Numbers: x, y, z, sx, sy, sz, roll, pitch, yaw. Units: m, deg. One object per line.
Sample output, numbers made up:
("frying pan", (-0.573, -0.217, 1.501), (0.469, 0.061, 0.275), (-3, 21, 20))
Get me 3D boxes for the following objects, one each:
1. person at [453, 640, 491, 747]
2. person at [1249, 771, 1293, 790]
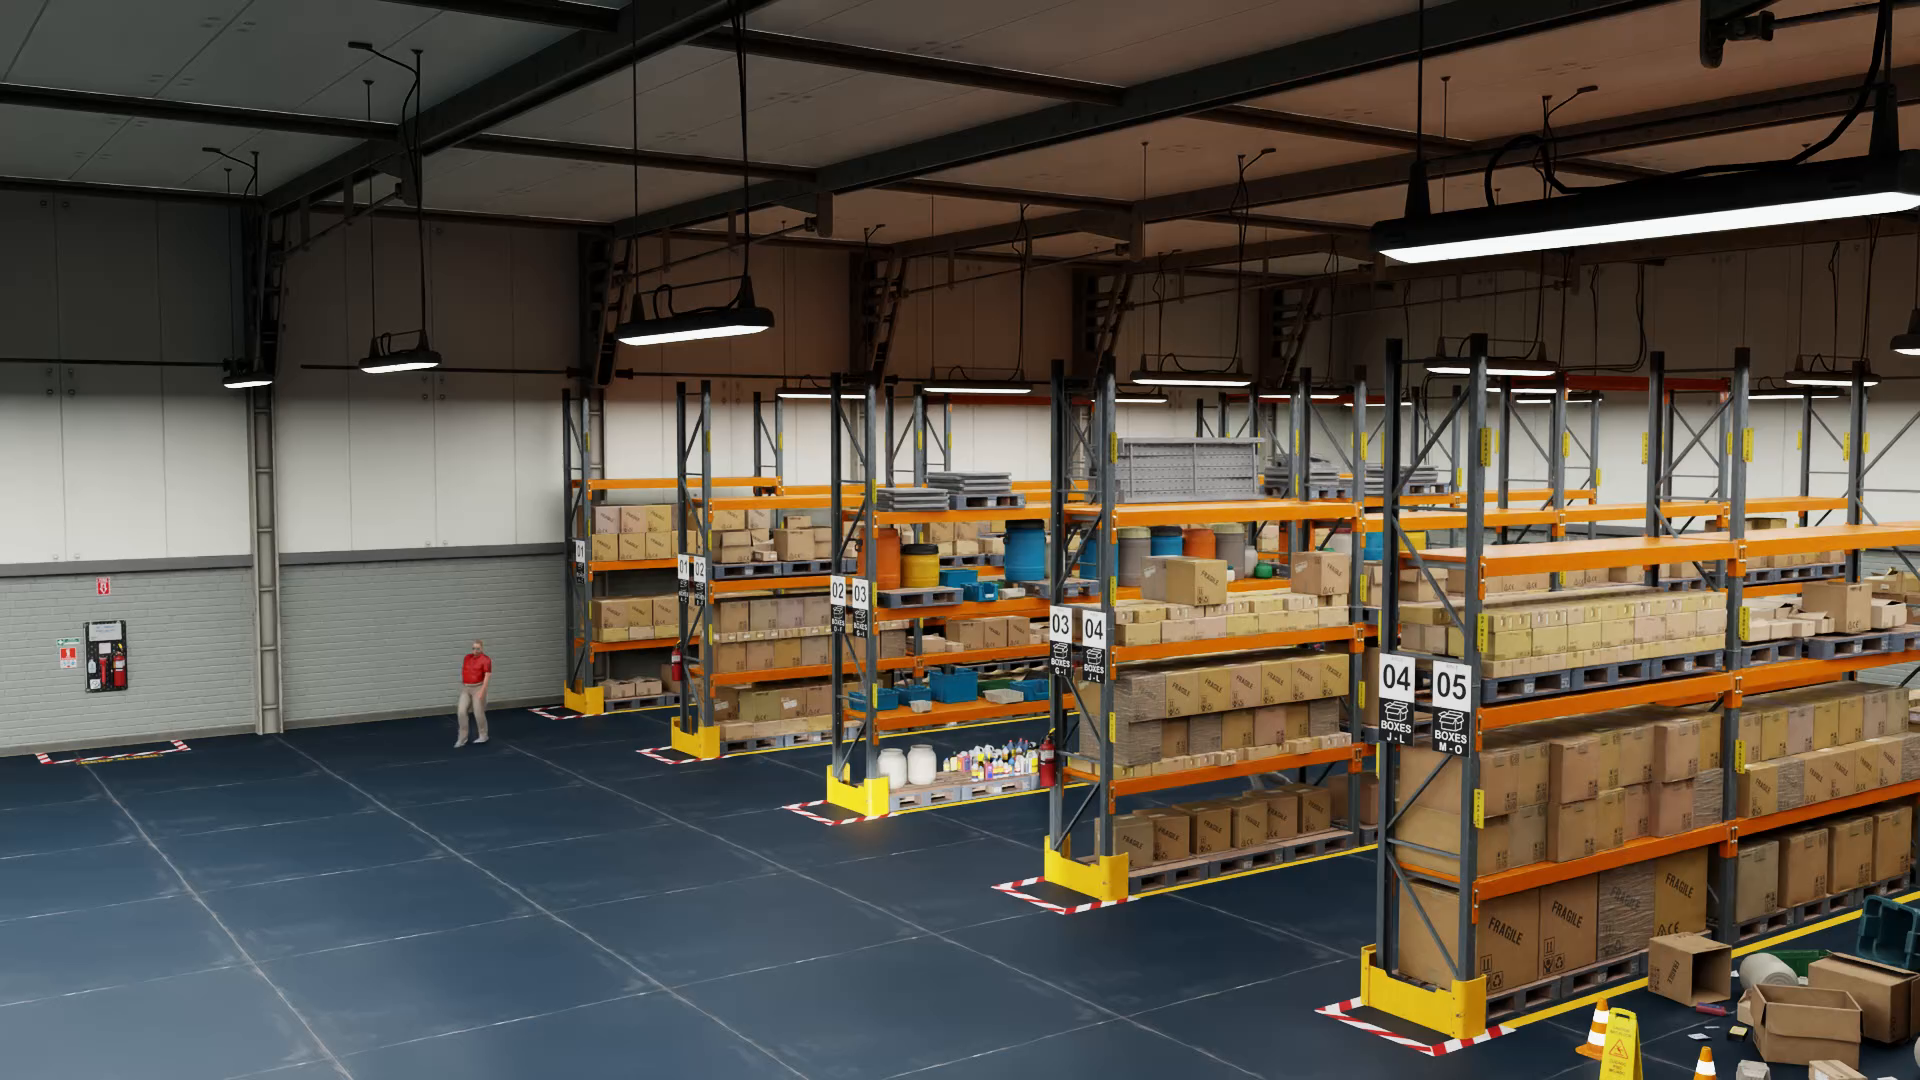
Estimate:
("person", (-8.092, 2.561, 27.591), (0.562, 1.789, 0.605), (1, 4, 15))
("person", (4.270, 2.812, 23.202), (0.707, 1.732, 0.627), (-1, 4, -14))
